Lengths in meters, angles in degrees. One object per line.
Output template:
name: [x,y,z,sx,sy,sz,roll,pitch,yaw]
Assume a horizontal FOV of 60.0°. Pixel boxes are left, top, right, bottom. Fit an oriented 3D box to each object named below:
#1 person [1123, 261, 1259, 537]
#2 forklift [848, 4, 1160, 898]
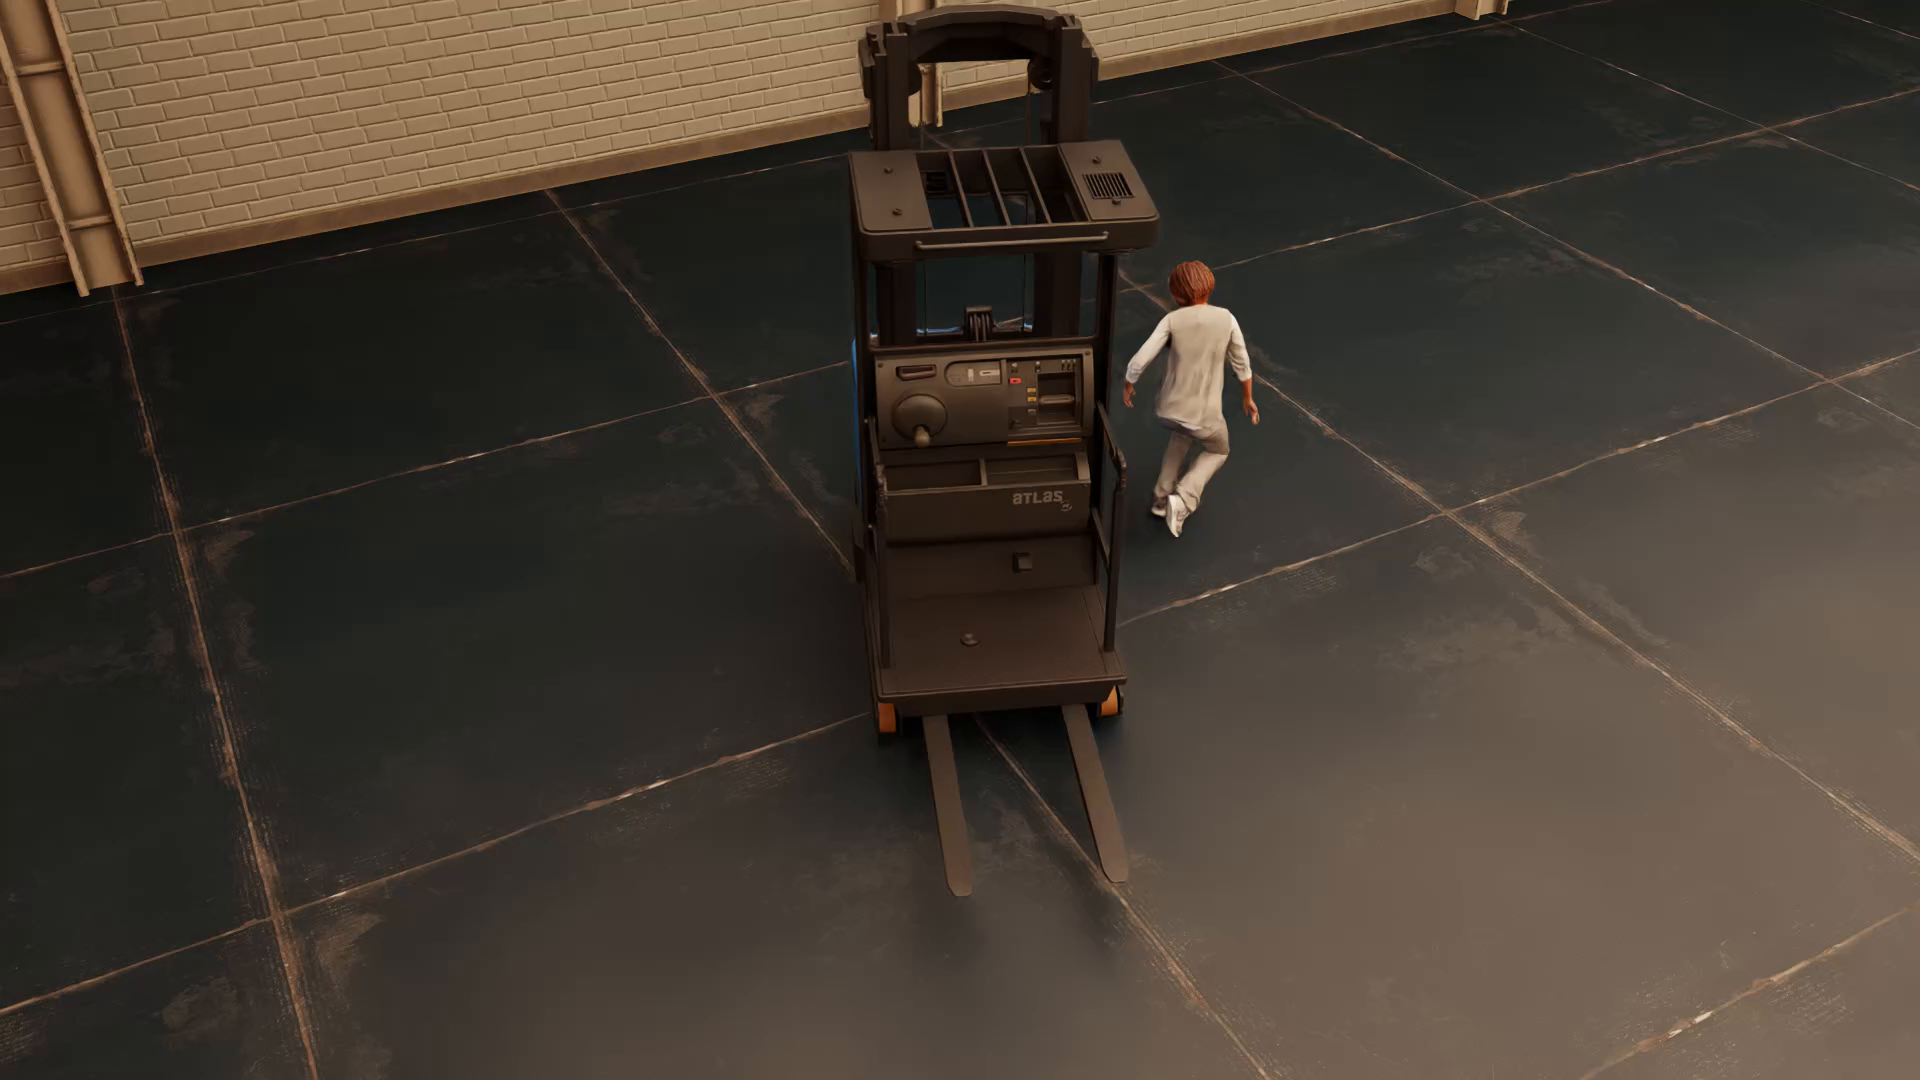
person: [1.157,-0.688,8.448,0.692,1.404,0.583,11,37,15]
forklift: [0.134,-0.542,6.890,1.130,2.935,3.031,-4,35,-6]
